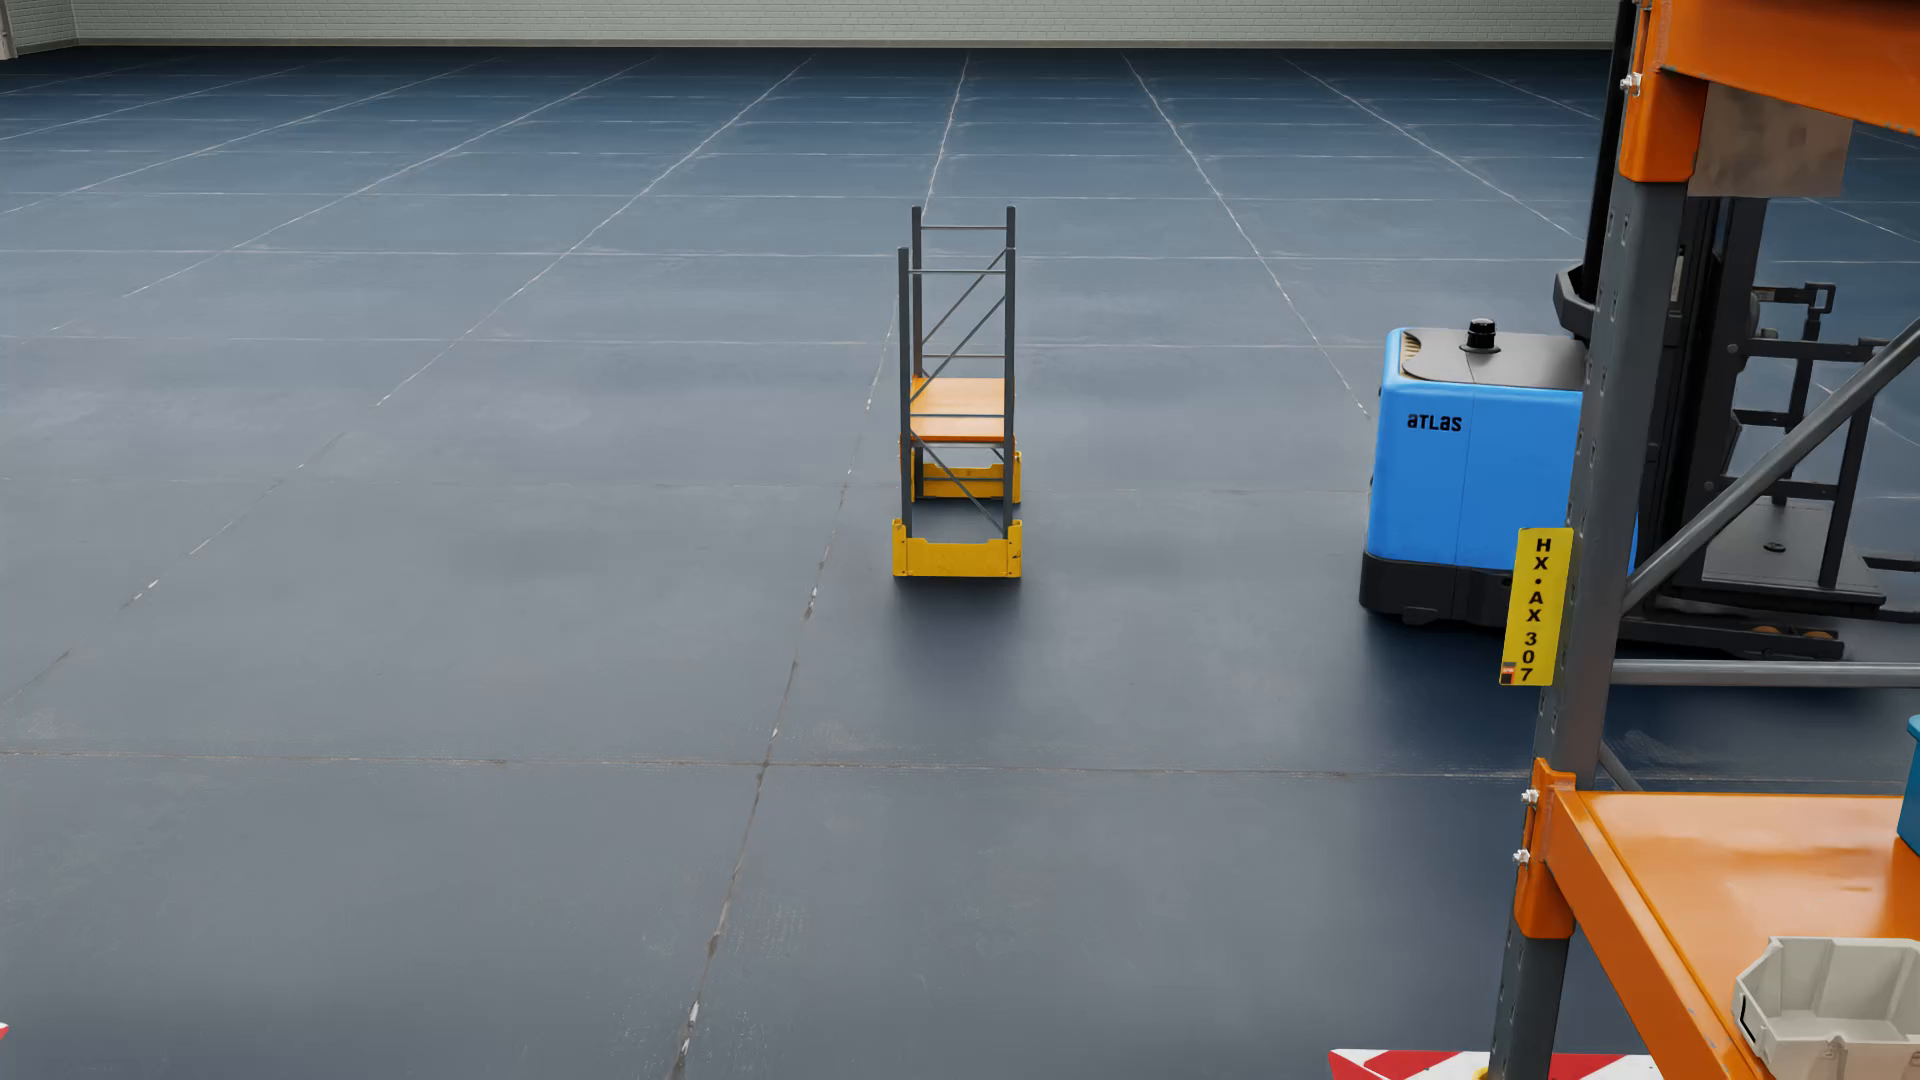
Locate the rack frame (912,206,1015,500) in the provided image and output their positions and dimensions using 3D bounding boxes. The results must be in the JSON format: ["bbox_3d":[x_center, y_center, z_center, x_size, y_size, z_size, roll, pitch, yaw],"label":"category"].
[{"bbox_3d":[0.018,-0.914,8.311,0.500,1.500,0.032,1,21,2],"label":"rack frame"}]

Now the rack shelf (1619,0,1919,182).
[{"bbox_3d":[1.586,-0.074,0.921,1.077,0.370,4.000,1,21,2],"label":"rack shelf"}]

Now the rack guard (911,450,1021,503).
[{"bbox_3d":[0.017,-0.324,8.519,0.587,0.250,0.087,1,21,2],"label":"rack guard"}]

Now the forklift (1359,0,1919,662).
[{"bbox_3d":[3.287,-1.045,6.670,3.031,2.935,1.130,5,22,14],"label":"forklift"}]

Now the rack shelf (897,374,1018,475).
[{"bbox_3d":[0.003,-0.562,7.902,0.538,0.185,1.000,1,21,2],"label":"rack shelf"}]

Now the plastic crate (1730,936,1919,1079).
[{"bbox_3d":[1.298,0.709,2.420,0.298,0.136,0.250,1,21,2],"label":"plastic crate"}]

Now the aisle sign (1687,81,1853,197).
[{"bbox_3d":[1.356,-0.976,2.803,0.394,0.787,0.004,1,21,2],"label":"aisle sign"}]

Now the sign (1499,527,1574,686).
[{"bbox_3d":[1.097,0.129,3.167,0.100,0.325,0.005,1,21,2],"label":"sign"}]

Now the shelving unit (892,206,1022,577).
[{"bbox_3d":[0.002,-0.727,7.829,0.587,1.500,1.083,1,21,2],"label":"shelving unit"}]

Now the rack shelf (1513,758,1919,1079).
[{"bbox_3d":[1.586,1.324,1.464,1.077,0.370,4.000,1,21,2],"label":"rack shelf"}]

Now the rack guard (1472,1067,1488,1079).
[{"bbox_3d":[1.691,1.459,3.578,1.175,0.500,0.348,1,21,2],"label":"rack guard"}]

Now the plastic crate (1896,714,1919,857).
[{"bbox_3d":[1.931,0.519,2.750,0.499,0.251,0.616,1,21,2],"label":"plastic crate"}]

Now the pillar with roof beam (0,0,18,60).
[{"bbox_3d":[-13.877,-13.306,29.881,9.100,9.000,0.400,1,21,2],"label":"pillar with roof beam"}]

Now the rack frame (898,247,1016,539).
[{"bbox_3d":[-0.013,-0.546,7.363,0.500,1.500,0.032,1,21,2],"label":"rack frame"}]

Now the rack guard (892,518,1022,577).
[{"bbox_3d":[-0.013,0.036,7.591,0.587,0.250,0.087,1,21,2],"label":"rack guard"}]
